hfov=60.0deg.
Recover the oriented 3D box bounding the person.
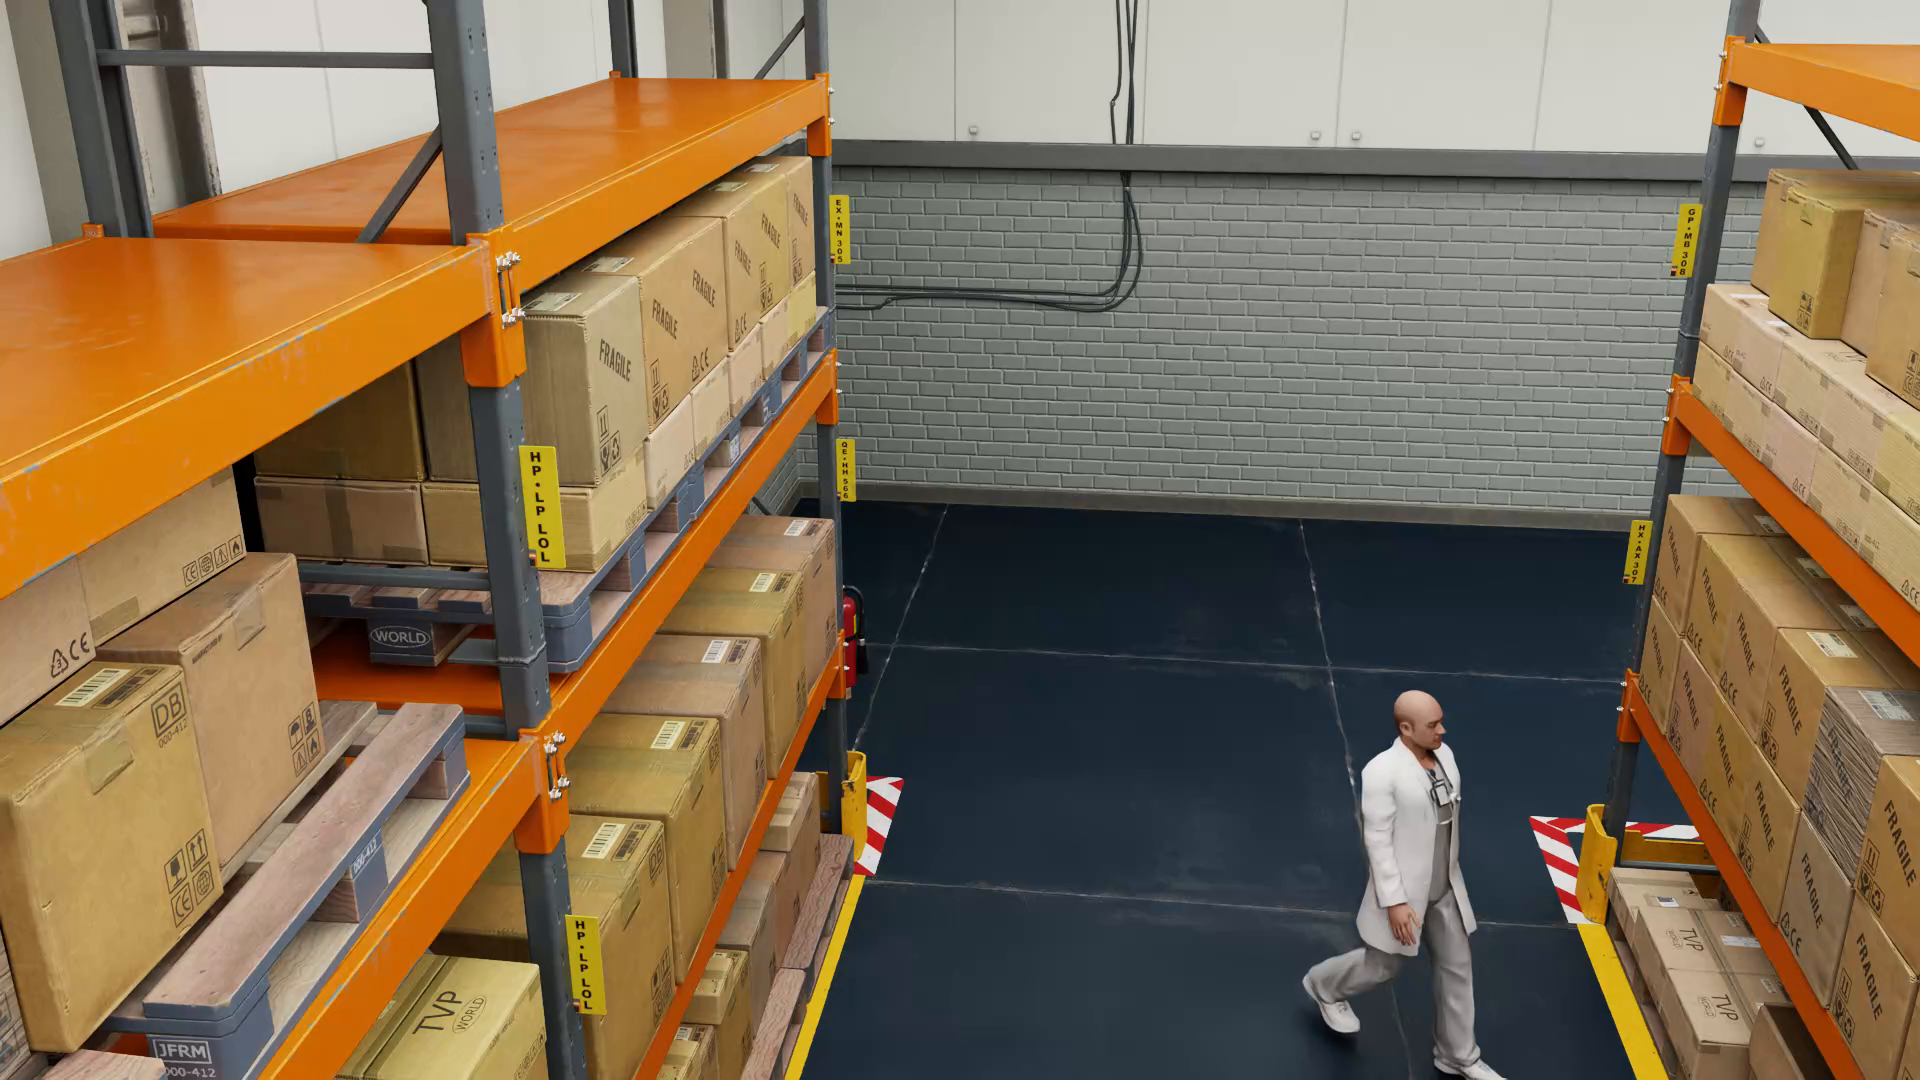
[{"bbox_3d":[1.977,1.495,7.177,0.574,1.745,0.981,-12,24,-29],"label":"person"}]
